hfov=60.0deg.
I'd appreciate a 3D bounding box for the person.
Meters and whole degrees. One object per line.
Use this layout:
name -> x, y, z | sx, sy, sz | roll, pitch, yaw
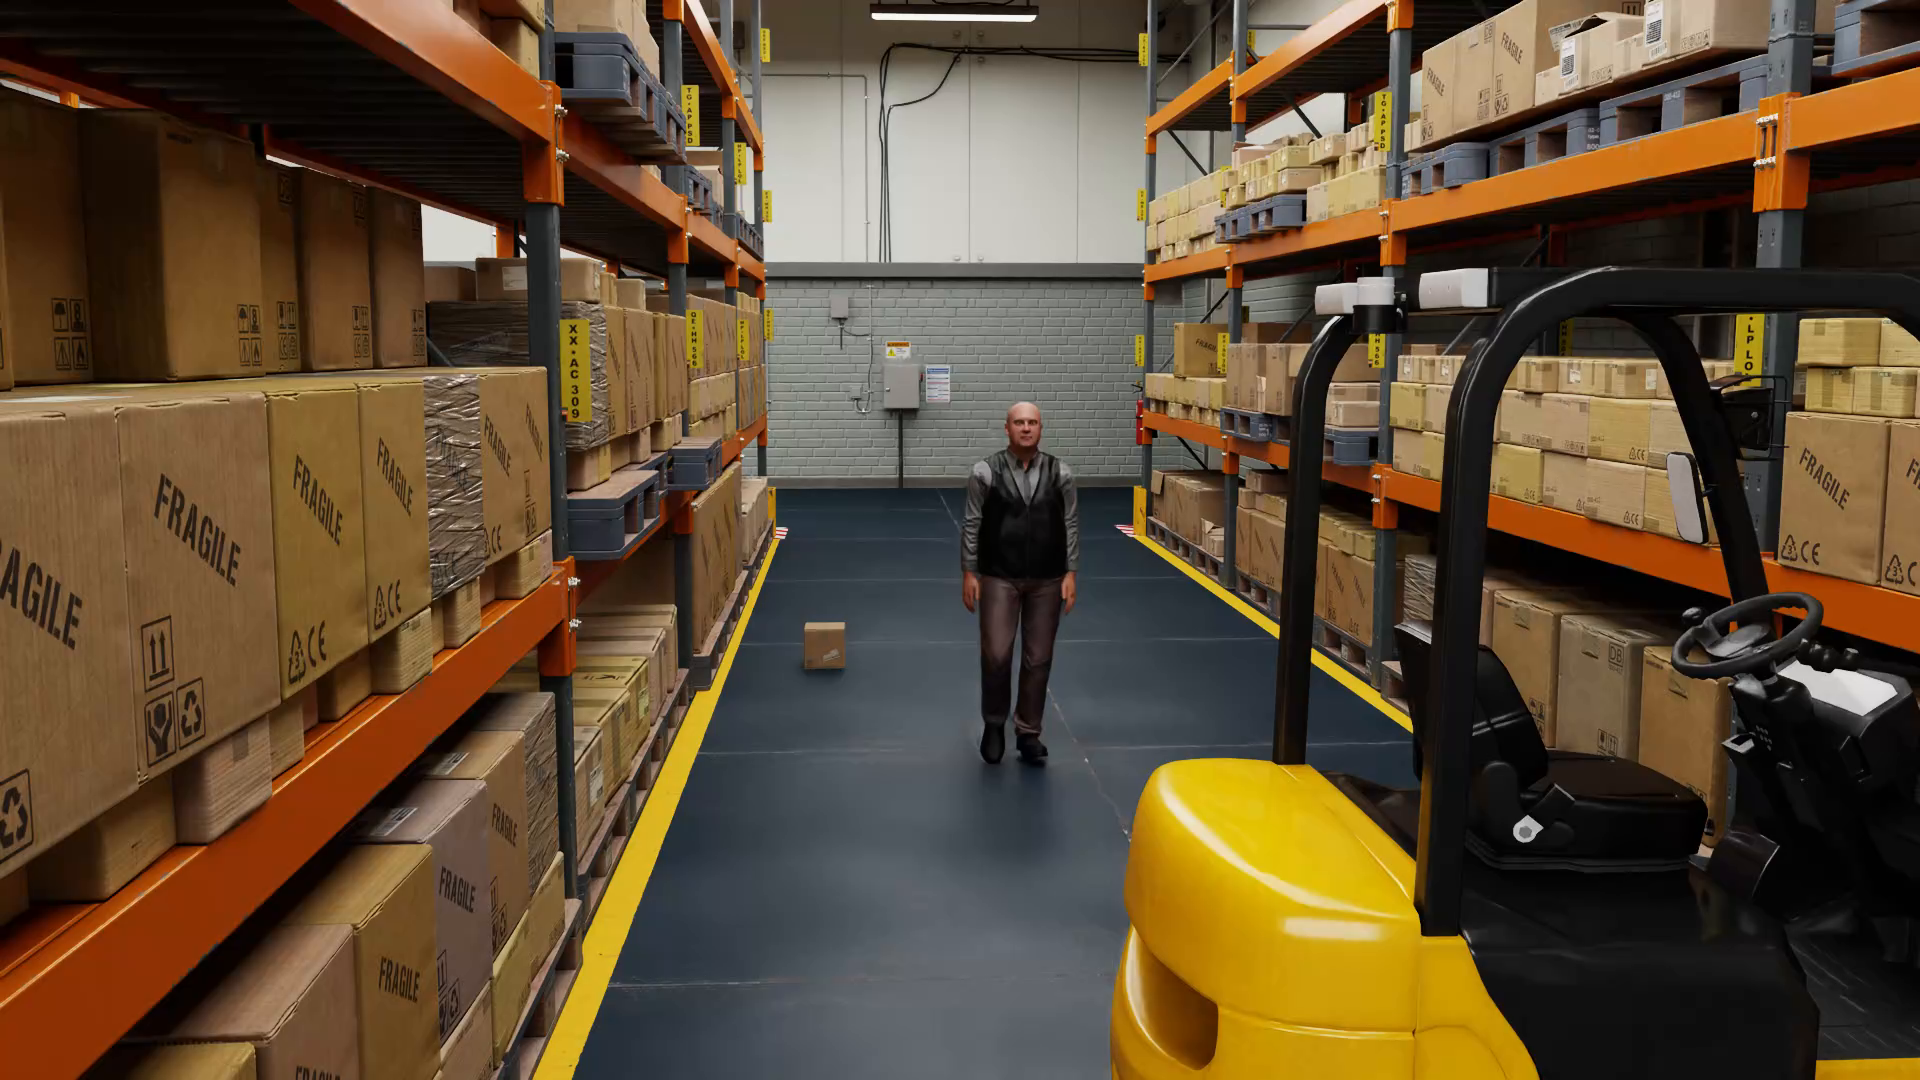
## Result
person -> 0.296, 0.219, 7.952 | 0.562, 1.750, 0.451 | -1, 7, -8
